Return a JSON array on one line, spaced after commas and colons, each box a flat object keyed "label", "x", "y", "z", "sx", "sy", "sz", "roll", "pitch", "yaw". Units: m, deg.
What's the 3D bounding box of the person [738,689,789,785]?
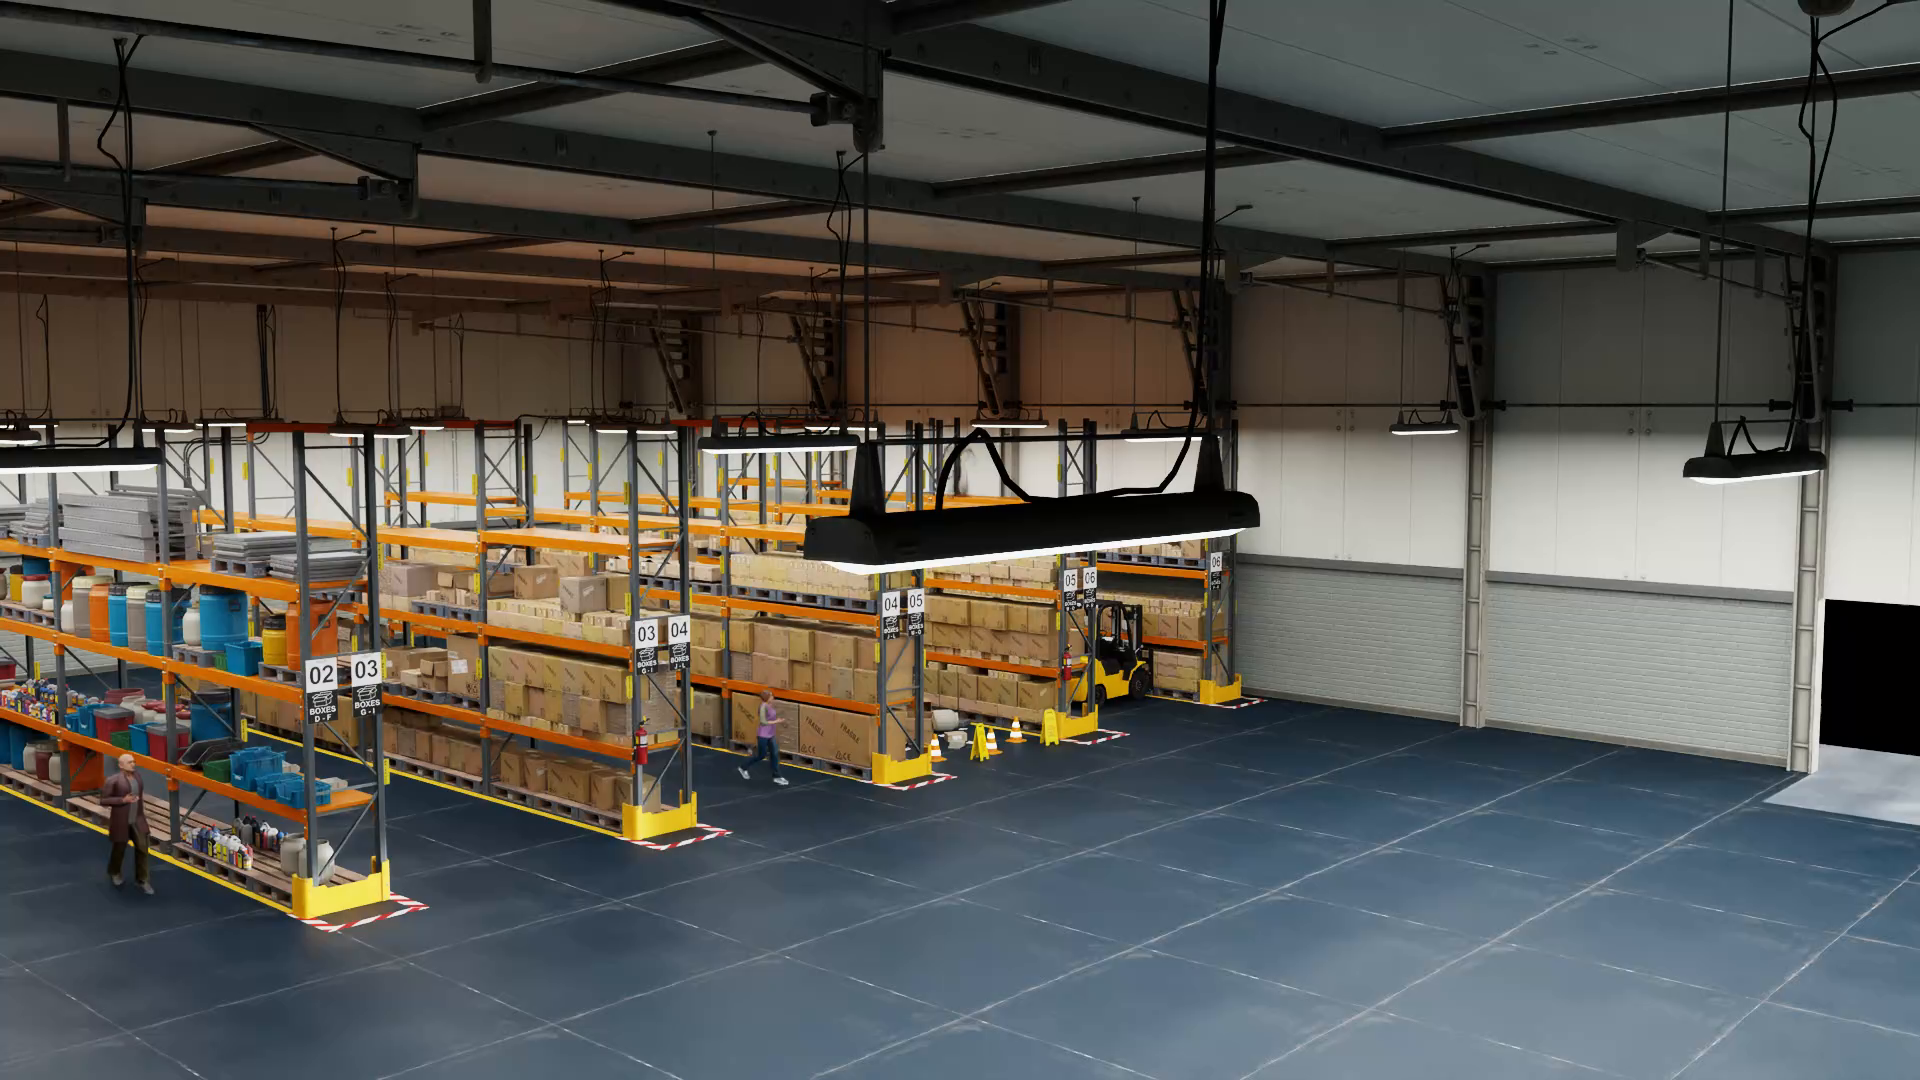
[{"label": "person", "x": -3.258, "y": 3.257, "z": 27.602, "sx": 0.881, "sy": 1.586, "sz": 0.537, "roll": 1, "pitch": 5, "yaw": 15}]

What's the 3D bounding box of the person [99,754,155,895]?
[{"label": "person", "x": -10.856, "y": 3.685, "z": 21.578, "sx": 0.902, "sy": 1.842, "sz": 0.672, "roll": 3, "pitch": 6, "yaw": 33}]
